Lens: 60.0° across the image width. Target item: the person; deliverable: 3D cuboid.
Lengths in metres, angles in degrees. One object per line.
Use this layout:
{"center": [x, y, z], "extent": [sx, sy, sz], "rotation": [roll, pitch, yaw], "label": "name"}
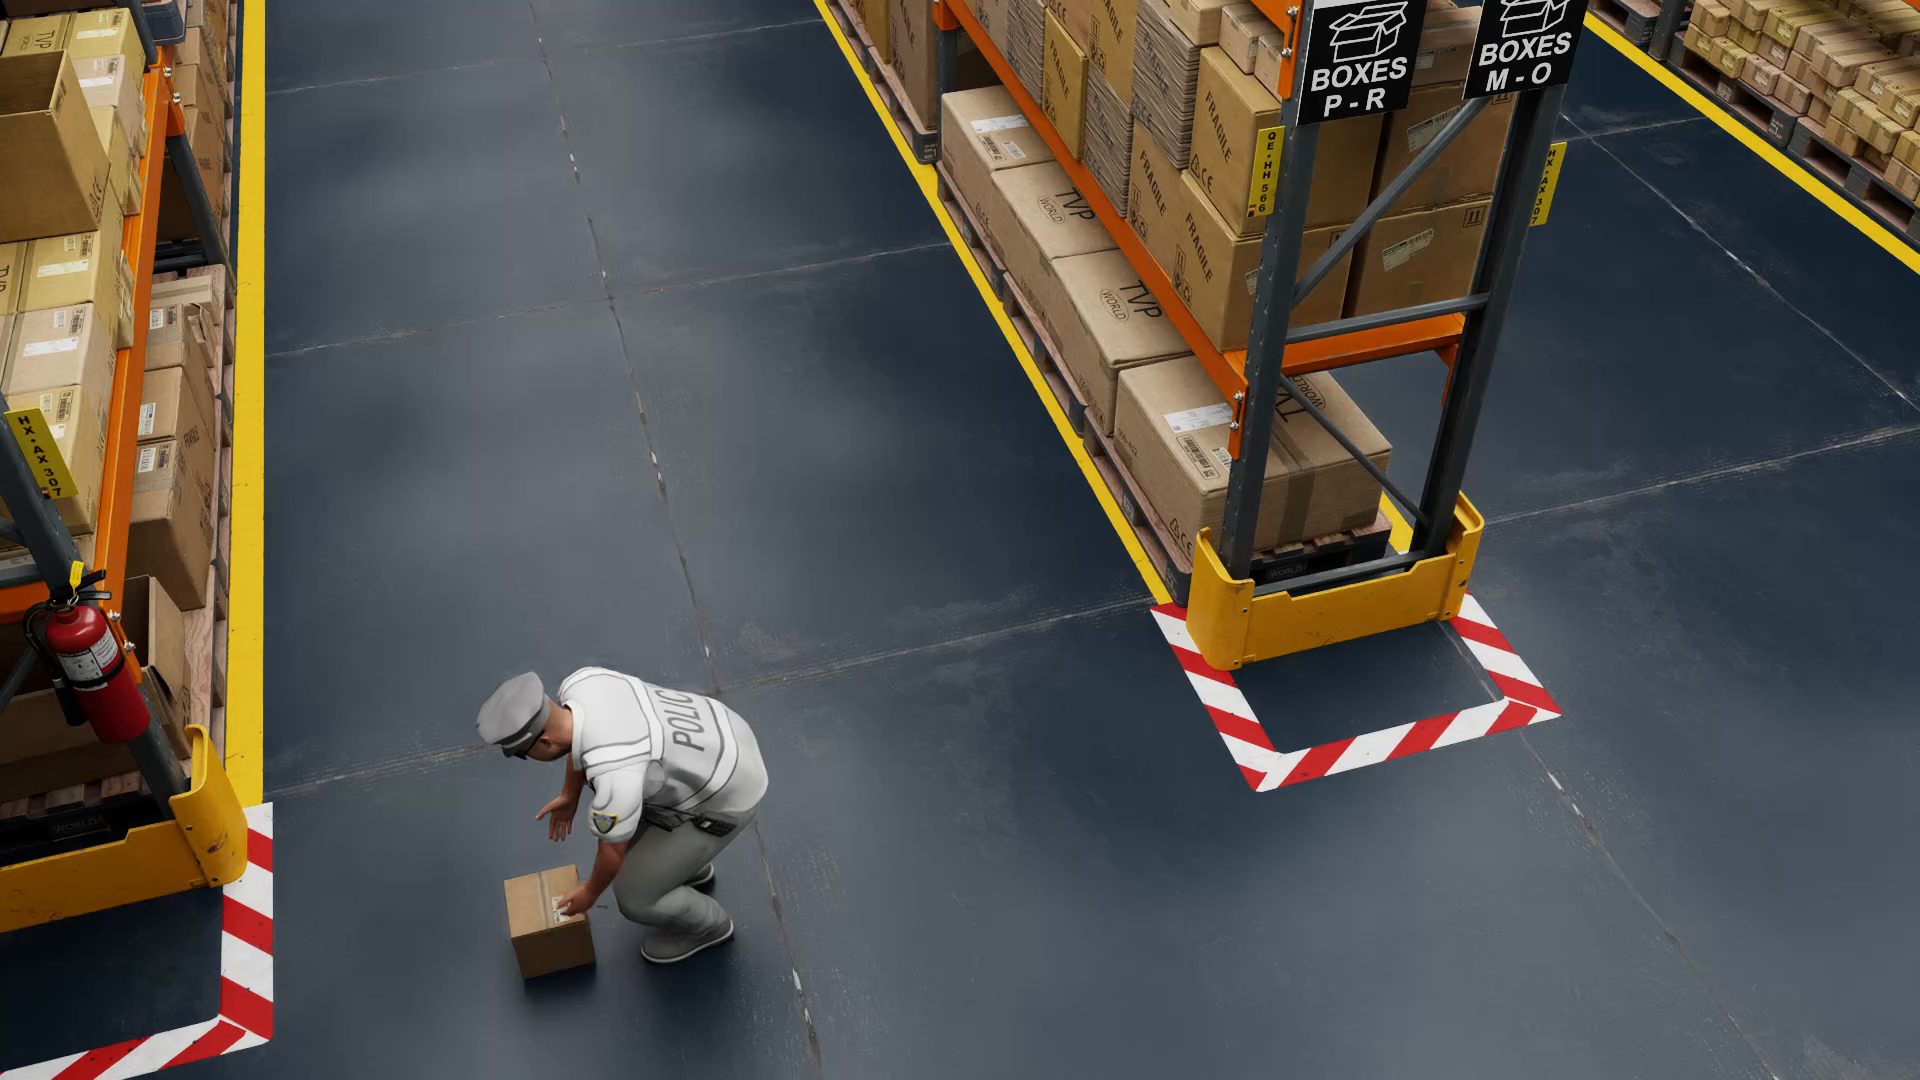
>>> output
{"center": [-1.058, 0.886, 5.497], "extent": [0.855, 1.321, 0.588], "rotation": [-12, 43, -13], "label": "person"}
